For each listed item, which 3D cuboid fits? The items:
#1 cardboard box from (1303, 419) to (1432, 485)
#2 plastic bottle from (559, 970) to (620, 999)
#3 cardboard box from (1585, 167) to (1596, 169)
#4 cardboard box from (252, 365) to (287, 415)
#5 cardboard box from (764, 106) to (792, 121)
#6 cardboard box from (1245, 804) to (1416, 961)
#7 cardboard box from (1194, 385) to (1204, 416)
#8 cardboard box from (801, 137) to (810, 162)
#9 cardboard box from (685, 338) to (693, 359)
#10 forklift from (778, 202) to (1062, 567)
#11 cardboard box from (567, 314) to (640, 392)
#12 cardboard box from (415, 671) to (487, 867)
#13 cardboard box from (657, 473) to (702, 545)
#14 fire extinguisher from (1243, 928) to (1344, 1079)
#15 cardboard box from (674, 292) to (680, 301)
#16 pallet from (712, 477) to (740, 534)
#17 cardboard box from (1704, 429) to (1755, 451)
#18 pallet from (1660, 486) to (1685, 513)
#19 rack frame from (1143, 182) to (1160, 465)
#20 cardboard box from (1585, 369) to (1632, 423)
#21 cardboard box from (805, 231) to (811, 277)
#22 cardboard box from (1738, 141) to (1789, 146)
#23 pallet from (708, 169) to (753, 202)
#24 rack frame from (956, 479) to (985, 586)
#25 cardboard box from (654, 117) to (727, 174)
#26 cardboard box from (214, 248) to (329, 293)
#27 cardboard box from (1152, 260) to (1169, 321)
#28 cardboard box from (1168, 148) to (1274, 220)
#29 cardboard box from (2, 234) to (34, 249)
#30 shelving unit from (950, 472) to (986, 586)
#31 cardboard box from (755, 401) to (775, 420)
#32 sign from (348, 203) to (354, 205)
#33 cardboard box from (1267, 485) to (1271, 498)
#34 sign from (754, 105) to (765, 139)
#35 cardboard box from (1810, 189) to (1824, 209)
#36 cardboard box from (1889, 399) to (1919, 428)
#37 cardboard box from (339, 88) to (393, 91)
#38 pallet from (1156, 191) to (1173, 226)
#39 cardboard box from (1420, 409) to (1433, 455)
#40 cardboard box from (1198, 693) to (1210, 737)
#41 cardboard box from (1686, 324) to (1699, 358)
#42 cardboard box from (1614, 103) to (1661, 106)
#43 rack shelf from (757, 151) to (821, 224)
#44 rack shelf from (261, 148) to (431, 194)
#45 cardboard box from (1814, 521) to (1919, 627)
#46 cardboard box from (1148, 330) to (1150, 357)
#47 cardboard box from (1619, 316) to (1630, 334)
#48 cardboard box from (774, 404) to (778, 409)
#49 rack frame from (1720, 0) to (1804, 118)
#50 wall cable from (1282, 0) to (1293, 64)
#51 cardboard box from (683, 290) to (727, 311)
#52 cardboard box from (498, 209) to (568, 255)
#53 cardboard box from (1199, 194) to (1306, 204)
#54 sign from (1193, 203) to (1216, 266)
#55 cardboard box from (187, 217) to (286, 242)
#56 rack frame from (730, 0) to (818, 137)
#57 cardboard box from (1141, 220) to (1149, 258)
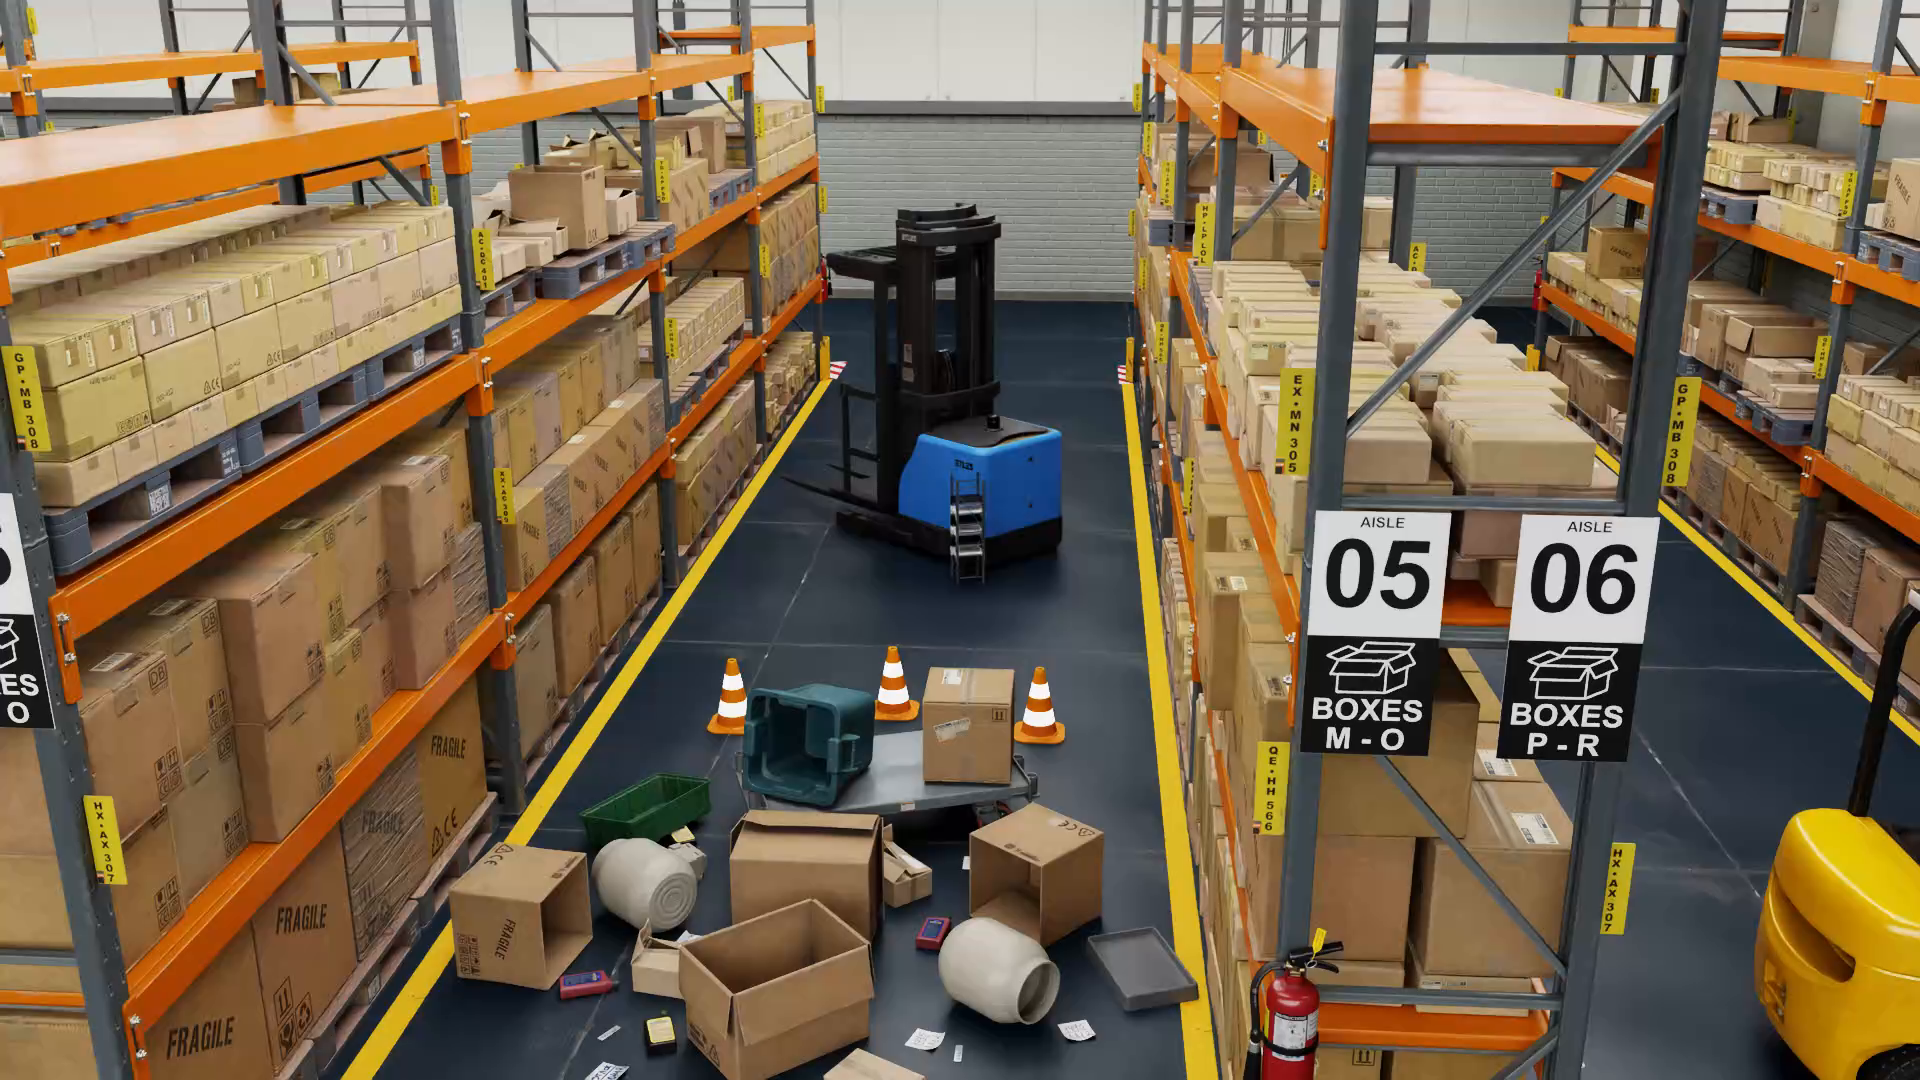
[{"bbox_3d":[1.276,-0.283,5.274,0.380,0.149,0.250,1,18,4],"label":"cardboard box"},{"bbox_3d":[-1.821,2.180,8.172,0.283,0.061,0.133,-5,19,-15],"label":"plastic bottle"},{"bbox_3d":[7.230,-4.240,18.631,0.380,0.149,0.250,1,18,4],"label":"cardboard box"},{"bbox_3d":[-2.963,-0.609,6.717,0.380,0.149,0.250,1,18,4],"label":"cardboard box"},{"bbox_3d":[-2.105,-4.809,18.761,0.380,0.149,0.250,2,18,5],"label":"cardboard box"},{"bbox_3d":[1.310,1.151,5.956,0.500,0.500,0.500,1,18,3],"label":"cardboard box"},{"bbox_3d":[1.674,-0.873,10.417,0.380,0.149,0.250,1,18,2],"label":"cardboard box"},{"bbox_3d":[-2.049,-4.583,19.515,0.500,0.250,0.500,1,18,4],"label":"cardboard box"},{"bbox_3d":[-2.539,-1.662,14.430,0.380,0.149,0.250,1,18,4],"label":"cardboard box"},{"bbox_3d":[-0.485,-1.545,14.930,1.130,2.935,3.031,-17,24,-41],"label":"forklift"},{"bbox_3d":[-2.867,-1.433,12.713,0.700,0.500,0.500,1,18,4],"label":"cardboard box"},{"bbox_3d":[-3.226,1.197,9.192,0.875,0.875,0.875,2,18,5],"label":"cardboard box"},{"bbox_3d":[-2.520,-0.275,14.286,0.500,0.500,0.500,1,18,2],"label":"cardboard box"},{"bbox_3d":[1.079,1.576,5.420,0.296,0.674,0.183,1,18,4],"label":"fire extinguisher"},{"bbox_3d":[-3.025,-2.401,16.686,0.380,0.149,0.250,2,18,5],"label":"cardboard box"},{"bbox_3d":[-2.677,-0.345,15.637,1.003,0.211,1.213,1,18,4],"label":"pallet"},{"bbox_3d":[7.036,-0.911,15.183,0.380,0.149,0.250,2,18,6],"label":"cardboard box"},{"bbox_3d":[7.337,-0.525,16.185,1.003,0.211,1.213,1,18,4],"label":"pallet"},{"bbox_3d":[2.407,-2.213,16.859,1.000,3.000,0.127,1,18,4],"label":"rack frame"},{"bbox_3d":[7.332,-1.582,18.275,0.700,0.500,0.500,1,18,2],"label":"cardboard box"},{"bbox_3d":[-2.069,-3.418,19.899,0.500,0.500,0.500,1,18,3],"label":"cardboard box"},{"bbox_3d":[7.457,-3.622,15.432,0.380,0.149,0.250,1,18,4],"label":"cardboard box"},{"bbox_3d":[-2.688,-3.439,16.085,1.213,0.211,1.003,1,18,4],"label":"pallet"},{"bbox_3d":[0.086,-0.059,13.659,0.240,0.900,0.006,-4,19,-13],"label":"rack frame"},{"bbox_3d":[-2.675,-3.849,16.201,0.700,0.500,0.500,1,18,4],"label":"cardboard box"},{"bbox_3d":[-2.928,-1.147,7.077,0.380,0.149,0.250,2,18,5],"label":"cardboard box"},{"bbox_3d":[2.041,-2.291,15.331,0.500,0.500,0.500,1,18,3],"label":"cardboard box"},{"bbox_3d":[1.996,-2.765,12.887,0.797,0.503,0.637,0,18,1],"label":"cardboard box"},{"bbox_3d":[-7.554,-2.393,12.832,0.500,0.250,0.500,1,18,4],"label":"cardboard box"},{"bbox_3d":[0.063,-0.090,13.753,0.258,0.900,0.210,-4,19,-13],"label":"shelving unit"},{"bbox_3d":[-2.193,-1.384,17.754,0.380,0.149,0.250,2,18,6],"label":"cardboard box"},{"bbox_3d":[-7.744,-4.140,21.222,0.100,0.325,0.005,1,18,4],"label":"sign"},{"bbox_3d":[1.386,-0.224,6.377,0.380,0.149,0.250,1,18,3],"label":"cardboard box"},{"bbox_3d":[-1.984,-4.139,16.457,0.100,0.325,0.005,1,18,4],"label":"sign"},{"bbox_3d":[6.939,-2.681,13.071,0.380,0.149,0.250,2,18,5],"label":"cardboard box"},{"bbox_3d":[6.738,-0.879,11.587,0.380,0.149,0.250,1,18,5],"label":"cardboard box"},{"bbox_3d":[-7.175,-5.234,20.265,0.700,0.500,0.500,0,18,1],"label":"cardboard box"},{"bbox_3d":[2.190,-2.855,14.304,1.003,0.211,1.213,2,18,6],"label":"pallet"},{"bbox_3d":[1.894,-0.288,5.930,0.500,0.250,0.500,1,18,3],"label":"cardboard box"},{"bbox_3d":[1.453,0.929,8.766,0.380,0.149,0.250,2,18,5],"label":"cardboard box"},{"bbox_3d":[6.875,-1.816,15.189,0.396,0.266,0.258,2,18,7],"label":"cardboard box"},{"bbox_3d":[7.891,-4.934,19.308,0.500,0.250,0.500,1,18,2],"label":"cardboard box"},{"bbox_3d":[-2.395,-3.997,18.641,1.077,0.370,4.000,1,18,4],"label":"rack shelf"},{"bbox_3d":[-7.334,-4.139,19.075,1.077,0.370,4.000,1,18,4],"label":"rack shelf"},{"bbox_3d":[7.013,0.261,12.447,0.875,0.625,0.625,2,18,6],"label":"cardboard box"},{"bbox_3d":[2.076,-1.850,15.993,0.500,0.250,0.500,1,18,3],"label":"cardboard box"},{"bbox_3d":[7.120,-2.251,17.379,0.380,0.149,0.250,2,18,5],"label":"cardboard box"},{"bbox_3d":[-2.206,-1.404,18.294,0.380,0.149,0.250,1,18,4],"label":"cardboard box"},{"bbox_3d":[7.358,-4.954,15.590,1.000,3.000,0.127,1,18,4],"label":"rack frame"},{"bbox_3d":[6.346,-8.005,24.842,2.988,3.039,0.133,1,18,4],"label":"wall cable"},{"bbox_3d":[-2.429,-2.281,15.839,0.380,0.149,0.250,1,18,4],"label":"cardboard box"},{"bbox_3d":[-2.766,-1.992,10.750,0.396,0.266,0.258,1,18,4],"label":"cardboard box"},{"bbox_3d":[2.042,-2.149,11.687,0.700,0.500,0.500,1,18,4],"label":"cardboard box"},{"bbox_3d":[1.279,-1.598,8.702,0.100,0.325,0.005,1,18,4],"label":"sign"},{"bbox_3d":[-3.512,-1.476,8.081,0.380,0.149,0.250,1,18,3],"label":"cardboard box"},{"bbox_3d":[-2.251,-6.385,19.958,1.000,3.000,0.127,1,18,4],"label":"rack frame"},{"bbox_3d":[2.237,-3.204,18.117,0.500,0.500,0.500,2,18,5],"label":"cardboard box"}]
